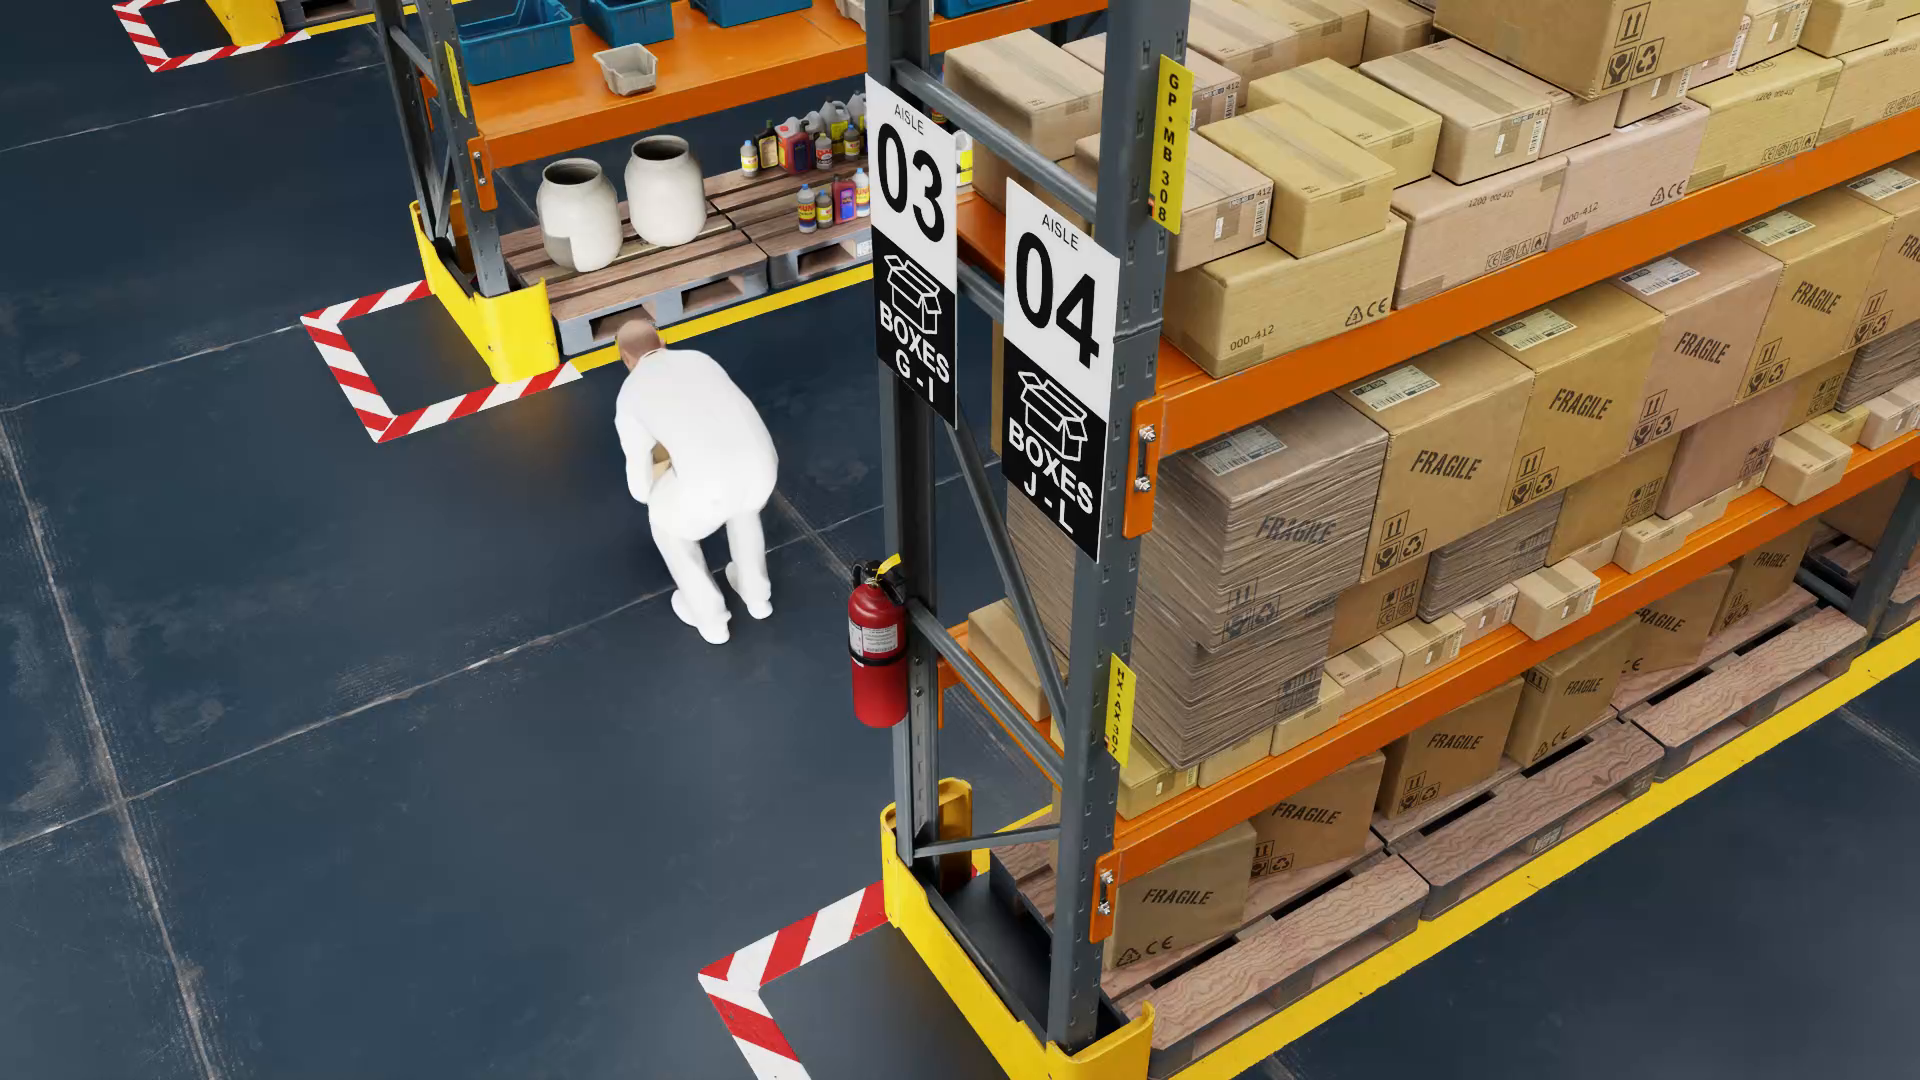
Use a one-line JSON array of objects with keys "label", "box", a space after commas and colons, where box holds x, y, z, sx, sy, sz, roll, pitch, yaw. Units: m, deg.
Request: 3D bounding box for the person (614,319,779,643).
[{"label": "person", "box": [-1.100, -0.231, 6.927, 0.576, 1.150, 0.932, -24, 46, -26]}]
